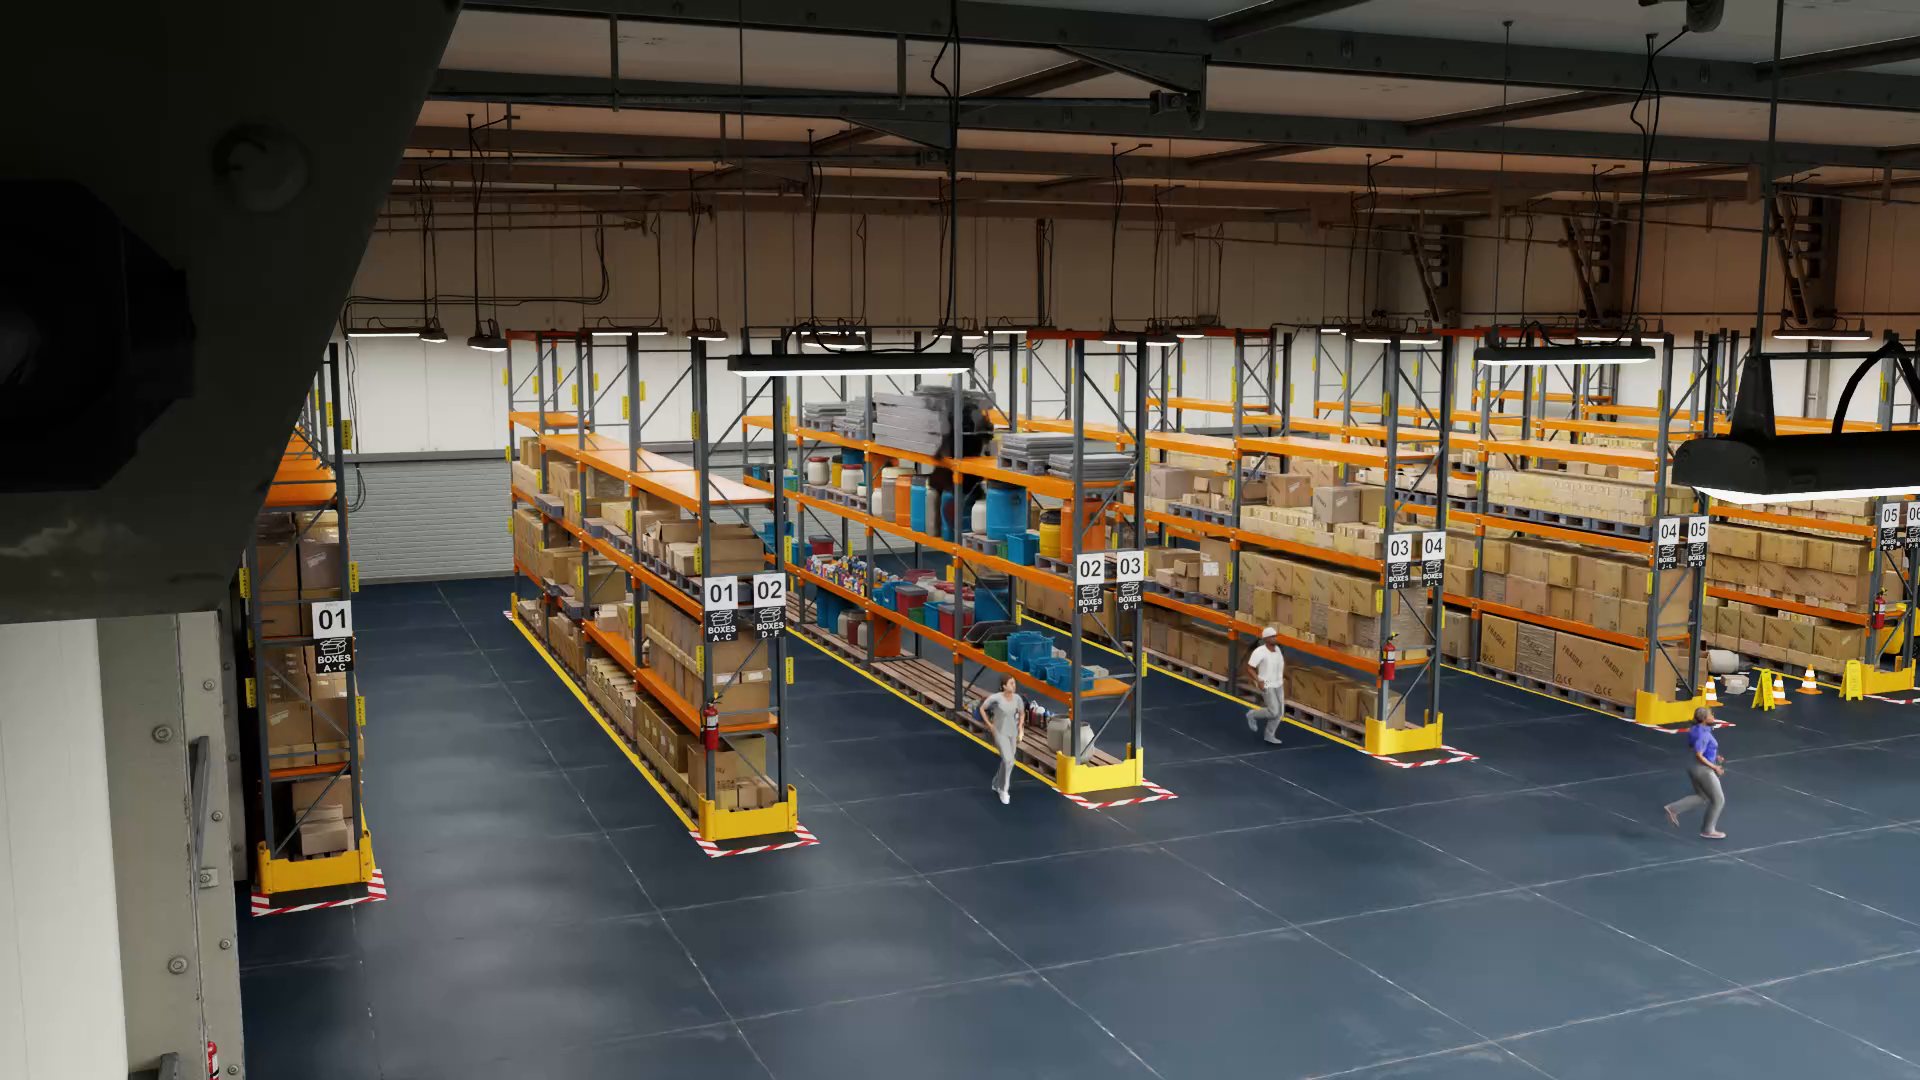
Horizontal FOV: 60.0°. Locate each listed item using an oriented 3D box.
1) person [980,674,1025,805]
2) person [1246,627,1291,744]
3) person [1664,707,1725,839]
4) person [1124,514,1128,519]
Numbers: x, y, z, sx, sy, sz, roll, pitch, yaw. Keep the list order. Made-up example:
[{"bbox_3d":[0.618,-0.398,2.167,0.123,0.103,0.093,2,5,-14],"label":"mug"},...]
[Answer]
[{"bbox_3d":[0.595,2.573,21.704,0.575,1.674,0.668,-4,9,-29],"label":"person"},{"bbox_3d":[4.562,2.140,24.647,0.702,1.721,0.589,-6,10,-38],"label":"person"},{"bbox_3d":[8.939,2.808,20.115,0.701,1.607,0.580,1,8,7],"label":"person"},{"bbox_3d":[3.756,0.253,38.686,0.586,1.738,0.702,-3,8,-18],"label":"person"}]
